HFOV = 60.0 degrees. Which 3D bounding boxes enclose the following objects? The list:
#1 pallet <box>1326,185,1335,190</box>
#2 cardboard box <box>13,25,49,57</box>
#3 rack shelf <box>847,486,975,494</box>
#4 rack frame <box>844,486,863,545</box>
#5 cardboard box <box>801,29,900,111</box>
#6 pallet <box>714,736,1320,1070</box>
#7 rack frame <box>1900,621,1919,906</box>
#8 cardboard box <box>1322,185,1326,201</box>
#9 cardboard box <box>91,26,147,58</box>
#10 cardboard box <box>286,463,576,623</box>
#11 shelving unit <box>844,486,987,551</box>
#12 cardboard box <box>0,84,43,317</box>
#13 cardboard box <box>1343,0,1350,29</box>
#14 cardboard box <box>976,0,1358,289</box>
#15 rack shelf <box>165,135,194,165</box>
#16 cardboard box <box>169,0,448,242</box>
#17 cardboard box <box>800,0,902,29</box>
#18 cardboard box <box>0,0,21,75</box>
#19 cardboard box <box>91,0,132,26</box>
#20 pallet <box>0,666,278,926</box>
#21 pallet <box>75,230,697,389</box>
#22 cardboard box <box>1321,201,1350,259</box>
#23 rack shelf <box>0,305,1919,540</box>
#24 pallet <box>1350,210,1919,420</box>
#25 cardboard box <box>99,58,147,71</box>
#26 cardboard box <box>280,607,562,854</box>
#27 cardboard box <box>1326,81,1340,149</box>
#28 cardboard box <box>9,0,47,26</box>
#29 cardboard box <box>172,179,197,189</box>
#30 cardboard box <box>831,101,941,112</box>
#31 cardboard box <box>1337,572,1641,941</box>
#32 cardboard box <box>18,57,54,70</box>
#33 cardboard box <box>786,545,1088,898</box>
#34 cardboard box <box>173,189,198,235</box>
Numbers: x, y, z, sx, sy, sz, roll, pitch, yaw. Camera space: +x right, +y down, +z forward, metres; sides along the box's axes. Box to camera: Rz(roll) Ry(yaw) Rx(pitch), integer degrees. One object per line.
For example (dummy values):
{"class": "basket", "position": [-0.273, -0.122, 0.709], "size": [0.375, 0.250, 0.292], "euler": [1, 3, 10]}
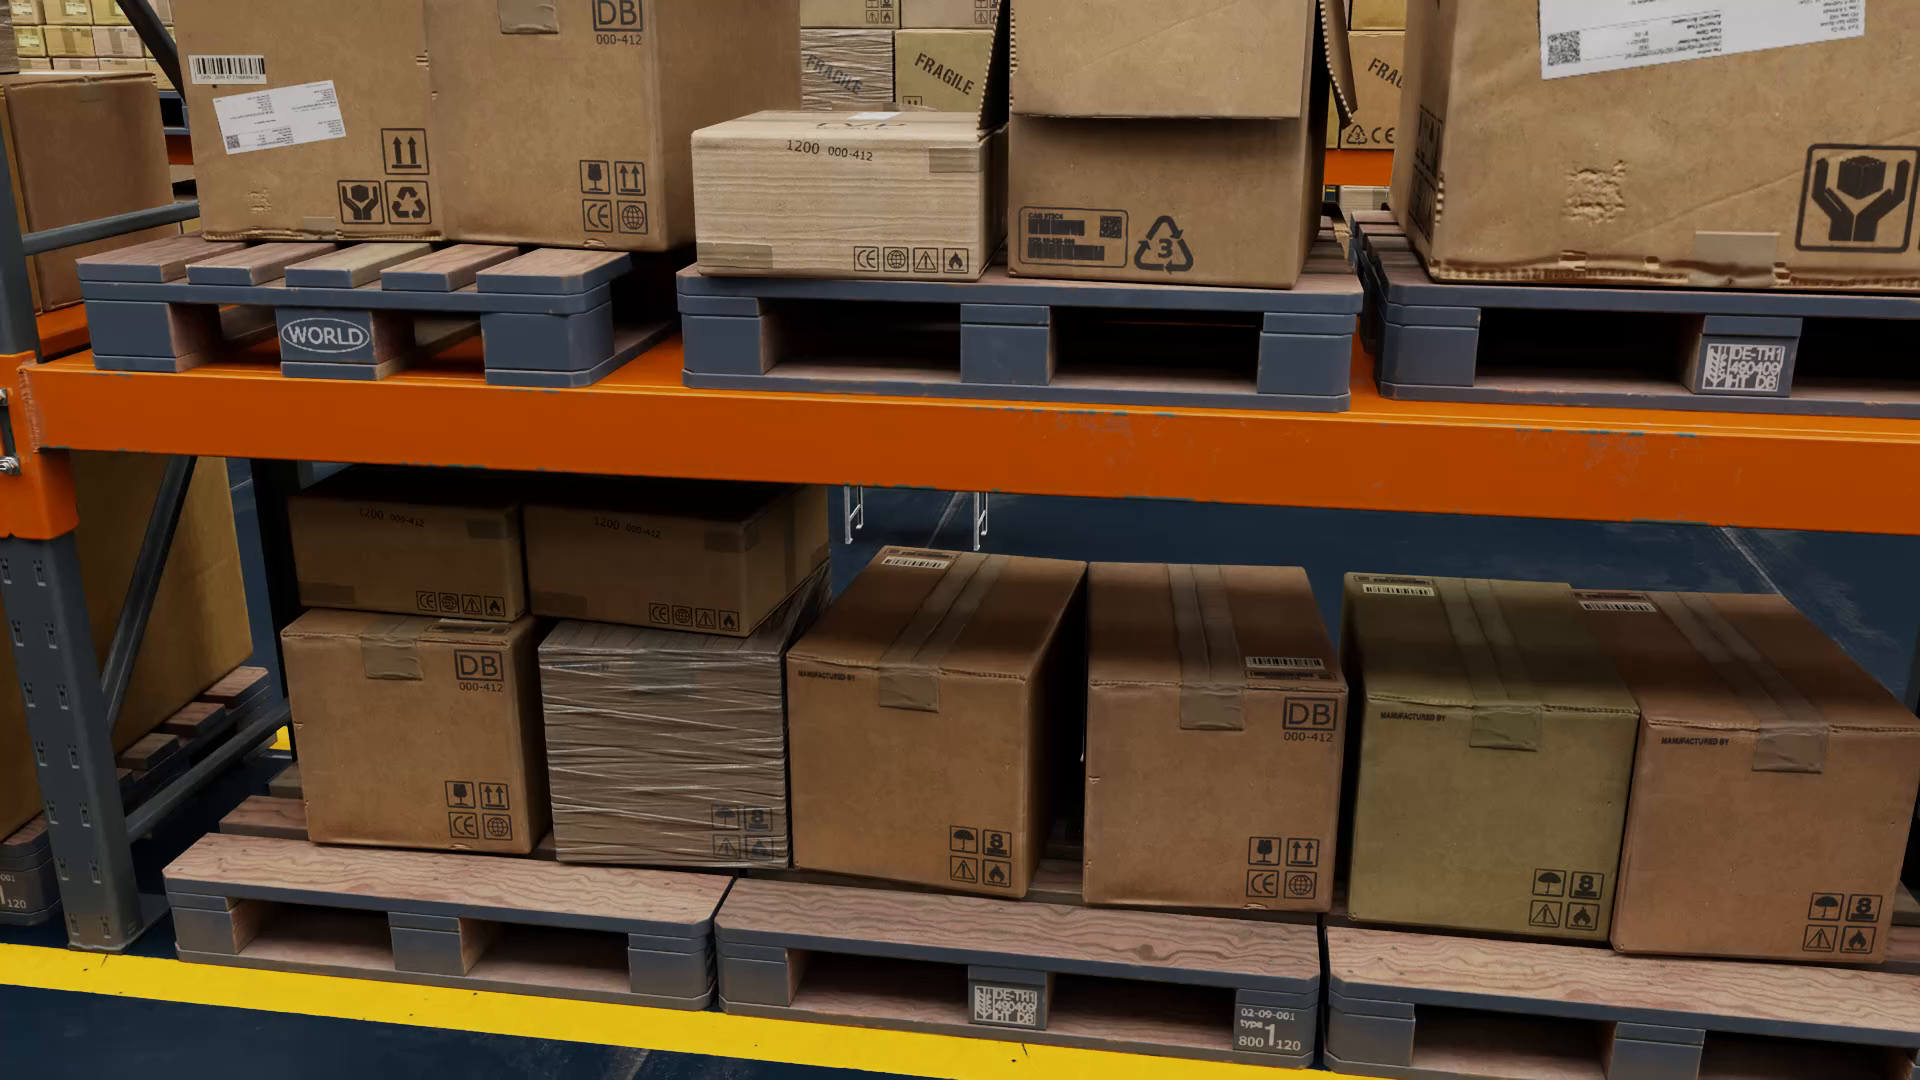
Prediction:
{"class": "pallet", "position": [3.769, -3.841, 17.451], "size": [1.213, 0.211, 1.003], "euler": [3, 19, 9]}
{"class": "cardboard box", "position": [-4.549, -2.488, 8.276], "size": [0.250, 0.149, 0.380], "euler": [3, 19, 10]}
{"class": "rack shelf", "position": [-0.163, -0.289, 6.234], "size": [0.480, 0.148, 0.258], "euler": [3, 19, 9]}
{"class": "rack frame", "position": [-0.404, -0.590, 6.174], "size": [0.015, 1.200, 0.240], "euler": [3, 19, 9]}
{"class": "cardboard box", "position": [-0.515, -2.169, 7.902], "size": [0.500, 0.500, 0.500], "euler": [3, 19, 9]}
{"class": "pallet", "position": [0.170, 0.744, 3.747], "size": [1.213, 0.211, 1.003], "euler": [3, 19, 9]}
{"class": "rack frame", "position": [2.147, -0.479, 3.007], "size": [0.127, 3.000, 1.000], "euler": [3, 19, 9]}
{"class": "cardboard box", "position": [2.490, -2.597, 12.818], "size": [0.625, 0.372, 0.950], "euler": [4, 19, 12]}
{"class": "cardboard box", "position": [-4.038, -2.462, 8.200], "size": [0.250, 0.149, 0.380], "euler": [3, 19, 10]}
{"class": "cardboard box", "position": [-1.136, -0.035, 3.744], "size": [0.500, 0.250, 0.500], "euler": [4, 19, 11]}
{"class": "shelving unit", "position": [-0.163, -0.577, 6.138], "size": [0.503, 1.200, 0.258], "euler": [3, 19, 9]}
{"class": "cardboard box", "position": [-2.329, -0.675, 3.435], "size": [0.500, 0.500, 0.500], "euler": [4, 19, 10]}
{"class": "cardboard box", "position": [1.535, -2.623, 7.683], "size": [0.500, 0.500, 0.700], "euler": [3, 19, 9]}
{"class": "cardboard box", "position": [0.421, -0.785, 3.098], "size": [0.637, 0.503, 0.797], "euler": [5, 19, 14]}
{"class": "rack shelf", "position": [-2.890, -1.989, 8.653], "size": [4.000, 0.370, 1.077], "euler": [3, 19, 9]}
{"class": "cardboard box", "position": [-1.263, -0.912, 3.483], "size": [0.500, 0.500, 0.500], "euler": [1, 19, 2]}
{"class": "cardboard box", "position": [-0.474, -2.725, 7.986], "size": [0.500, 0.500, 0.700], "euler": [3, 19, 8]}
{"class": "cardboard box", "position": [-2.522, -1.245, 3.559], "size": [0.637, 0.503, 0.797], "euler": [4, 19, 11]}
{"class": "cardboard box", "position": [-4.020, -2.603, 8.151], "size": [0.250, 0.149, 0.380], "euler": [3, 19, 9]}
{"class": "pallet", "position": [-2.569, 0.579, 4.240], "size": [1.213, 0.211, 1.003], "euler": [3, 19, 9]}
{"class": "pallet", "position": [-1.082, -0.587, 3.632], "size": [1.003, 0.211, 1.213], "euler": [3, 19, 9]}
{"class": "cardboard box", "position": [1.455, -1.213, 8.084], "size": [0.750, 0.750, 1.050], "euler": [3, 19, 9]}
{"class": "rack shelf", "position": [0.172, -0.238, 3.422], "size": [4.000, 0.370, 1.077], "euler": [3, 19, 9]}
{"class": "pallet", "position": [1.416, -0.472, 3.289], "size": [1.213, 0.211, 1.003], "euler": [3, 19, 9]}
{"class": "cardboard box", "position": [-4.028, -2.321, 8.245], "size": [0.250, 0.149, 0.380], "euler": [3, 19, 9]}
{"class": "cardboard box", "position": [-1.138, 0.324, 3.854], "size": [0.500, 0.500, 0.700], "euler": [2, 19, 6]}
{"class": "cardboard box", "position": [1.478, -2.069, 7.600], "size": [0.500, 0.500, 0.500], "euler": [3, 19, 9]}
{"class": "cardboard box", "position": [-4.549, -2.629, 8.228], "size": [0.250, 0.149, 0.380], "euler": [4, 19, 11]}
{"class": "cardboard box", "position": [-4.090, -1.841, 9.175], "size": [0.500, 0.250, 0.500], "euler": [2, 19, 7]}
{"class": "cardboard box", "position": [-0.113, -0.816, 3.566], "size": [0.258, 0.266, 0.396], "euler": [2, 19, 7]}
{"class": "cardboard box", "position": [1.076, 0.430, 3.536], "size": [0.500, 0.500, 0.700], "euler": [3, 19, 8]}
{"class": "cardboard box", "position": [-4.549, -2.346, 8.323], "size": [0.250, 0.149, 0.380], "euler": [2, 19, 6]}
{"class": "cardboard box", "position": [-0.027, 0.374, 3.703], "size": [0.500, 0.500, 0.700], "euler": [5, 19, 13]}
{"class": "cardboard box", "position": [-4.177, -1.680, 8.692], "size": [0.500, 0.250, 0.500], "euler": [2, 19, 6]}
